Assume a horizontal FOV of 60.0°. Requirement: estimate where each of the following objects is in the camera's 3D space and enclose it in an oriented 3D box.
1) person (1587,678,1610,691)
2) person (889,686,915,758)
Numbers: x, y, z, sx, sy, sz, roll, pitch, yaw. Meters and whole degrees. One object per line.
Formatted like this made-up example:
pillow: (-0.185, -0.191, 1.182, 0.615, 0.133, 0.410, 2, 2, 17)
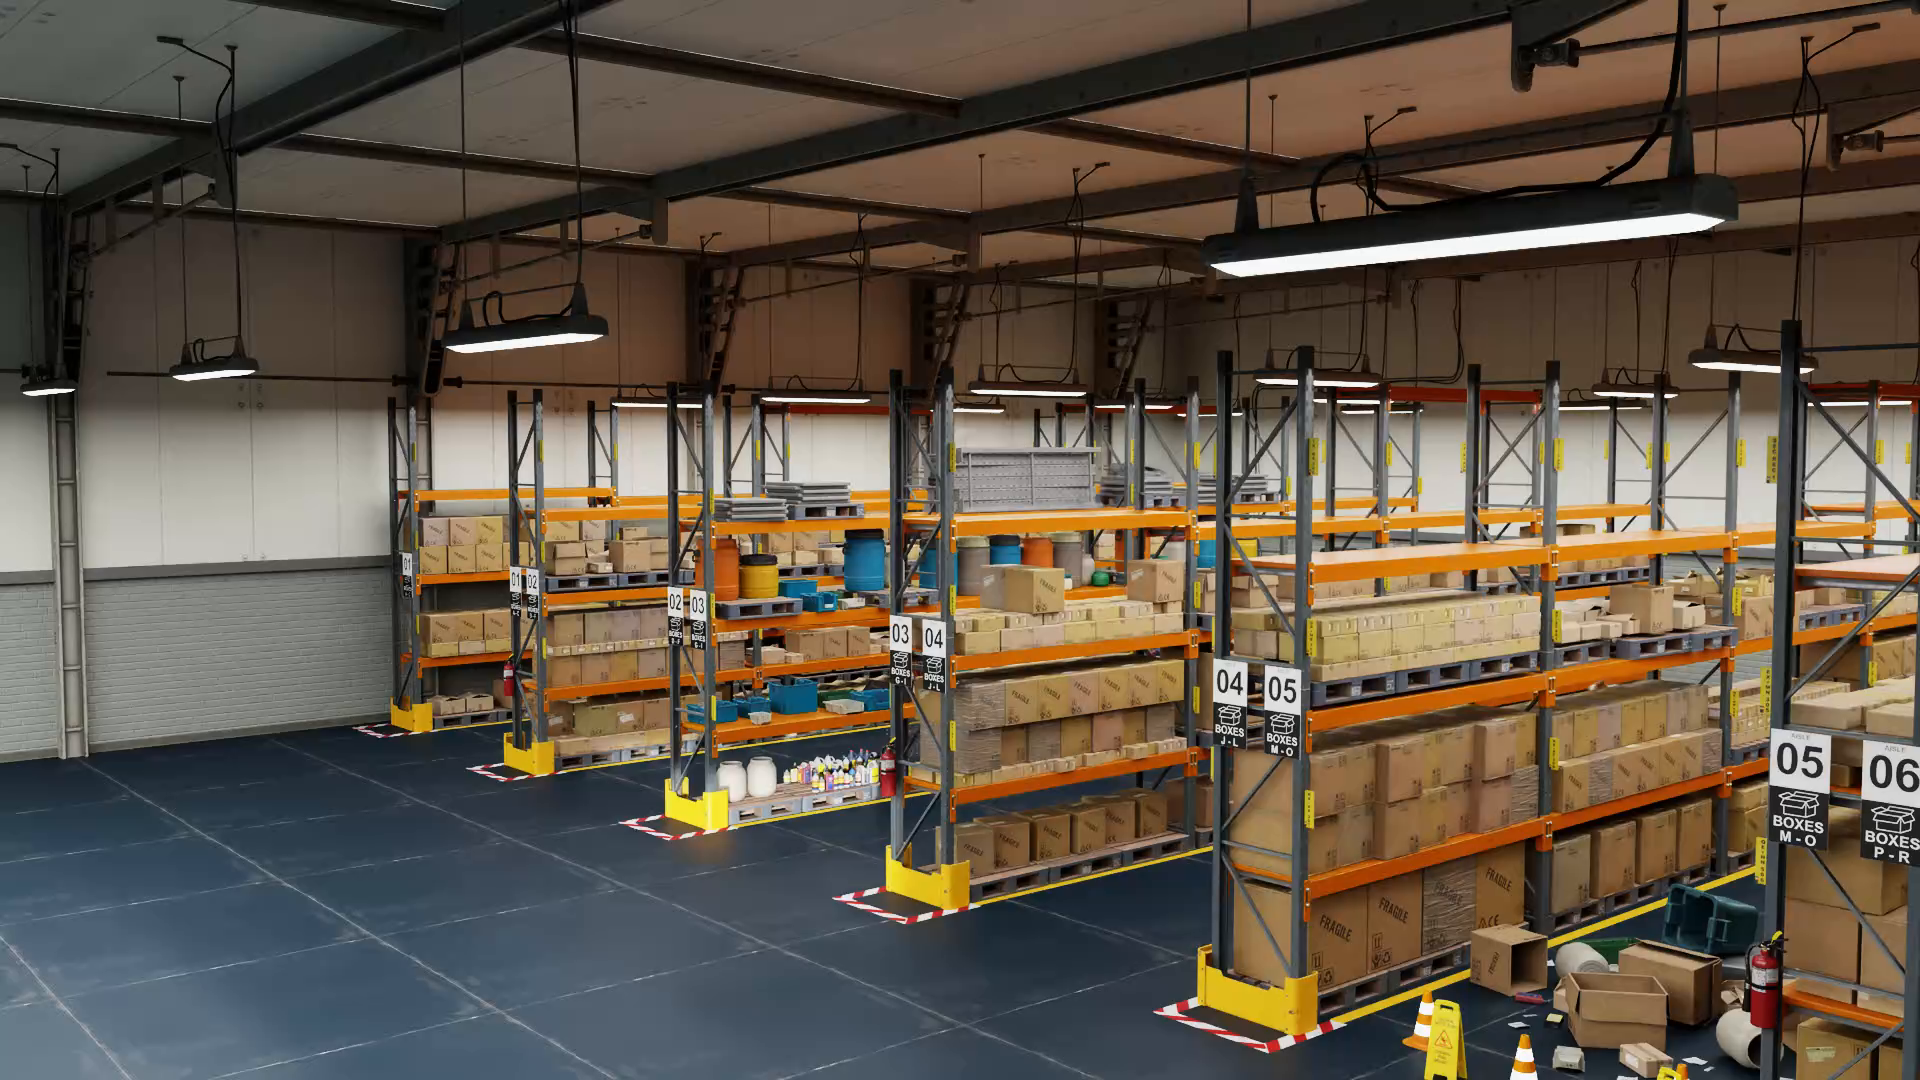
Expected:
person: (9.597, 2.802, 24.941, 0.954, 1.796, 0.654, -3, 4, -42)
person: (-0.992, 2.765, 27.024, 0.492, 1.663, 0.624, -2, 4, -36)
